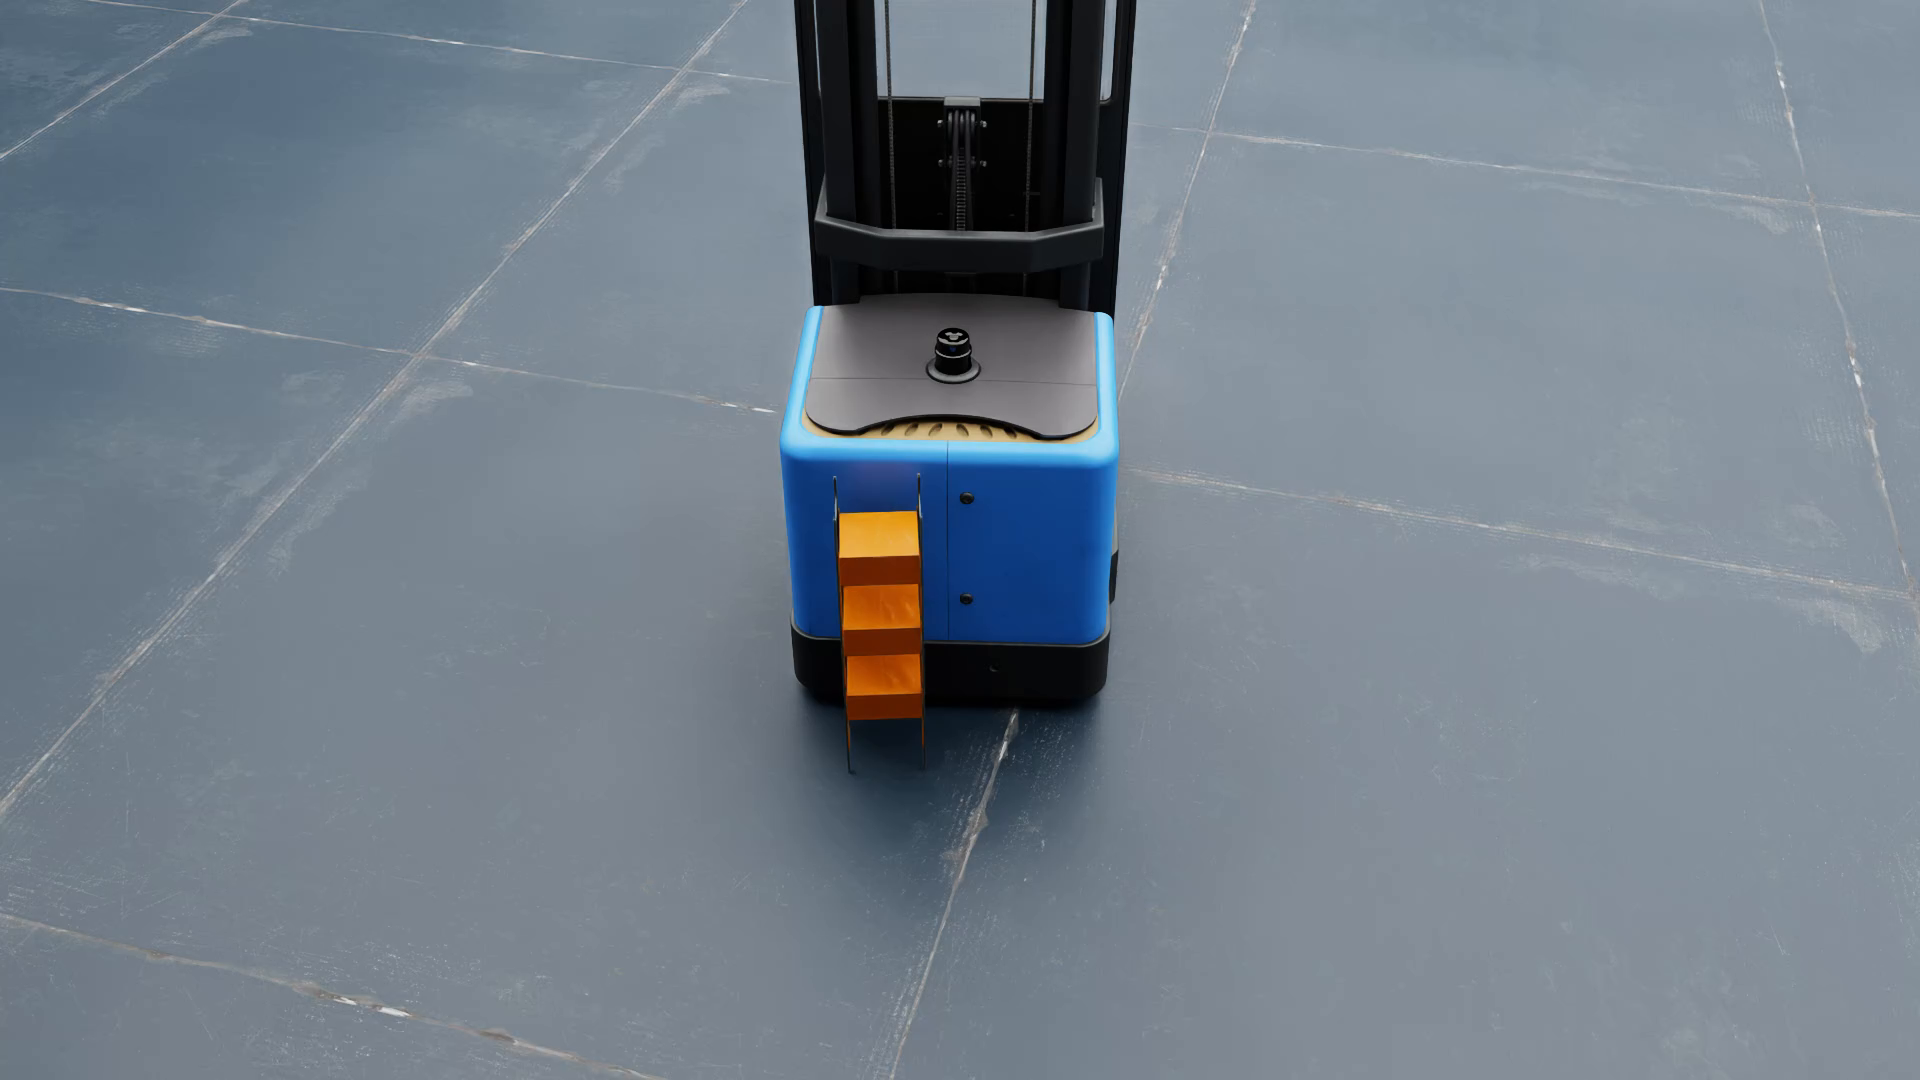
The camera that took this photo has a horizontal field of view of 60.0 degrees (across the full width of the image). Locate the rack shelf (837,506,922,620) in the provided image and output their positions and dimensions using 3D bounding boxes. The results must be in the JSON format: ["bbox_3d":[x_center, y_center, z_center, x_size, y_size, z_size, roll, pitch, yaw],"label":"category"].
[{"bbox_3d":[-0.238,0.068,4.928,0.240,0.259,0.215,-2,40,-2],"label":"rack shelf"}]

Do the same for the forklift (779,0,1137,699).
[{"bbox_3d":[0.027,-1.524,5.785,1.130,2.935,3.031,2,40,2],"label":"forklift"}]

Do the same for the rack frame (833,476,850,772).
[{"bbox_3d":[-0.361,0.281,5.098,0.008,1.050,0.200,-2,40,-2],"label":"rack frame"}]

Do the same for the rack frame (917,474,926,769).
[{"bbox_3d":[-0.117,0.273,5.109,0.008,1.050,0.200,-2,40,-2],"label":"rack frame"}]

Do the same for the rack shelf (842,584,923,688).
[{"bbox_3d":[-0.239,0.285,5.110,0.240,0.259,0.215,-2,40,-2],"label":"rack shelf"}]

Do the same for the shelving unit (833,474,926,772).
[{"bbox_3d":[-0.239,0.277,5.103,0.252,1.050,0.215,-2,40,-2],"label":"shelving unit"}]

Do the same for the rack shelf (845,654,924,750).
[{"bbox_3d":[-0.240,0.498,5.289,0.240,0.259,0.215,-2,40,-2],"label":"rack shelf"}]
